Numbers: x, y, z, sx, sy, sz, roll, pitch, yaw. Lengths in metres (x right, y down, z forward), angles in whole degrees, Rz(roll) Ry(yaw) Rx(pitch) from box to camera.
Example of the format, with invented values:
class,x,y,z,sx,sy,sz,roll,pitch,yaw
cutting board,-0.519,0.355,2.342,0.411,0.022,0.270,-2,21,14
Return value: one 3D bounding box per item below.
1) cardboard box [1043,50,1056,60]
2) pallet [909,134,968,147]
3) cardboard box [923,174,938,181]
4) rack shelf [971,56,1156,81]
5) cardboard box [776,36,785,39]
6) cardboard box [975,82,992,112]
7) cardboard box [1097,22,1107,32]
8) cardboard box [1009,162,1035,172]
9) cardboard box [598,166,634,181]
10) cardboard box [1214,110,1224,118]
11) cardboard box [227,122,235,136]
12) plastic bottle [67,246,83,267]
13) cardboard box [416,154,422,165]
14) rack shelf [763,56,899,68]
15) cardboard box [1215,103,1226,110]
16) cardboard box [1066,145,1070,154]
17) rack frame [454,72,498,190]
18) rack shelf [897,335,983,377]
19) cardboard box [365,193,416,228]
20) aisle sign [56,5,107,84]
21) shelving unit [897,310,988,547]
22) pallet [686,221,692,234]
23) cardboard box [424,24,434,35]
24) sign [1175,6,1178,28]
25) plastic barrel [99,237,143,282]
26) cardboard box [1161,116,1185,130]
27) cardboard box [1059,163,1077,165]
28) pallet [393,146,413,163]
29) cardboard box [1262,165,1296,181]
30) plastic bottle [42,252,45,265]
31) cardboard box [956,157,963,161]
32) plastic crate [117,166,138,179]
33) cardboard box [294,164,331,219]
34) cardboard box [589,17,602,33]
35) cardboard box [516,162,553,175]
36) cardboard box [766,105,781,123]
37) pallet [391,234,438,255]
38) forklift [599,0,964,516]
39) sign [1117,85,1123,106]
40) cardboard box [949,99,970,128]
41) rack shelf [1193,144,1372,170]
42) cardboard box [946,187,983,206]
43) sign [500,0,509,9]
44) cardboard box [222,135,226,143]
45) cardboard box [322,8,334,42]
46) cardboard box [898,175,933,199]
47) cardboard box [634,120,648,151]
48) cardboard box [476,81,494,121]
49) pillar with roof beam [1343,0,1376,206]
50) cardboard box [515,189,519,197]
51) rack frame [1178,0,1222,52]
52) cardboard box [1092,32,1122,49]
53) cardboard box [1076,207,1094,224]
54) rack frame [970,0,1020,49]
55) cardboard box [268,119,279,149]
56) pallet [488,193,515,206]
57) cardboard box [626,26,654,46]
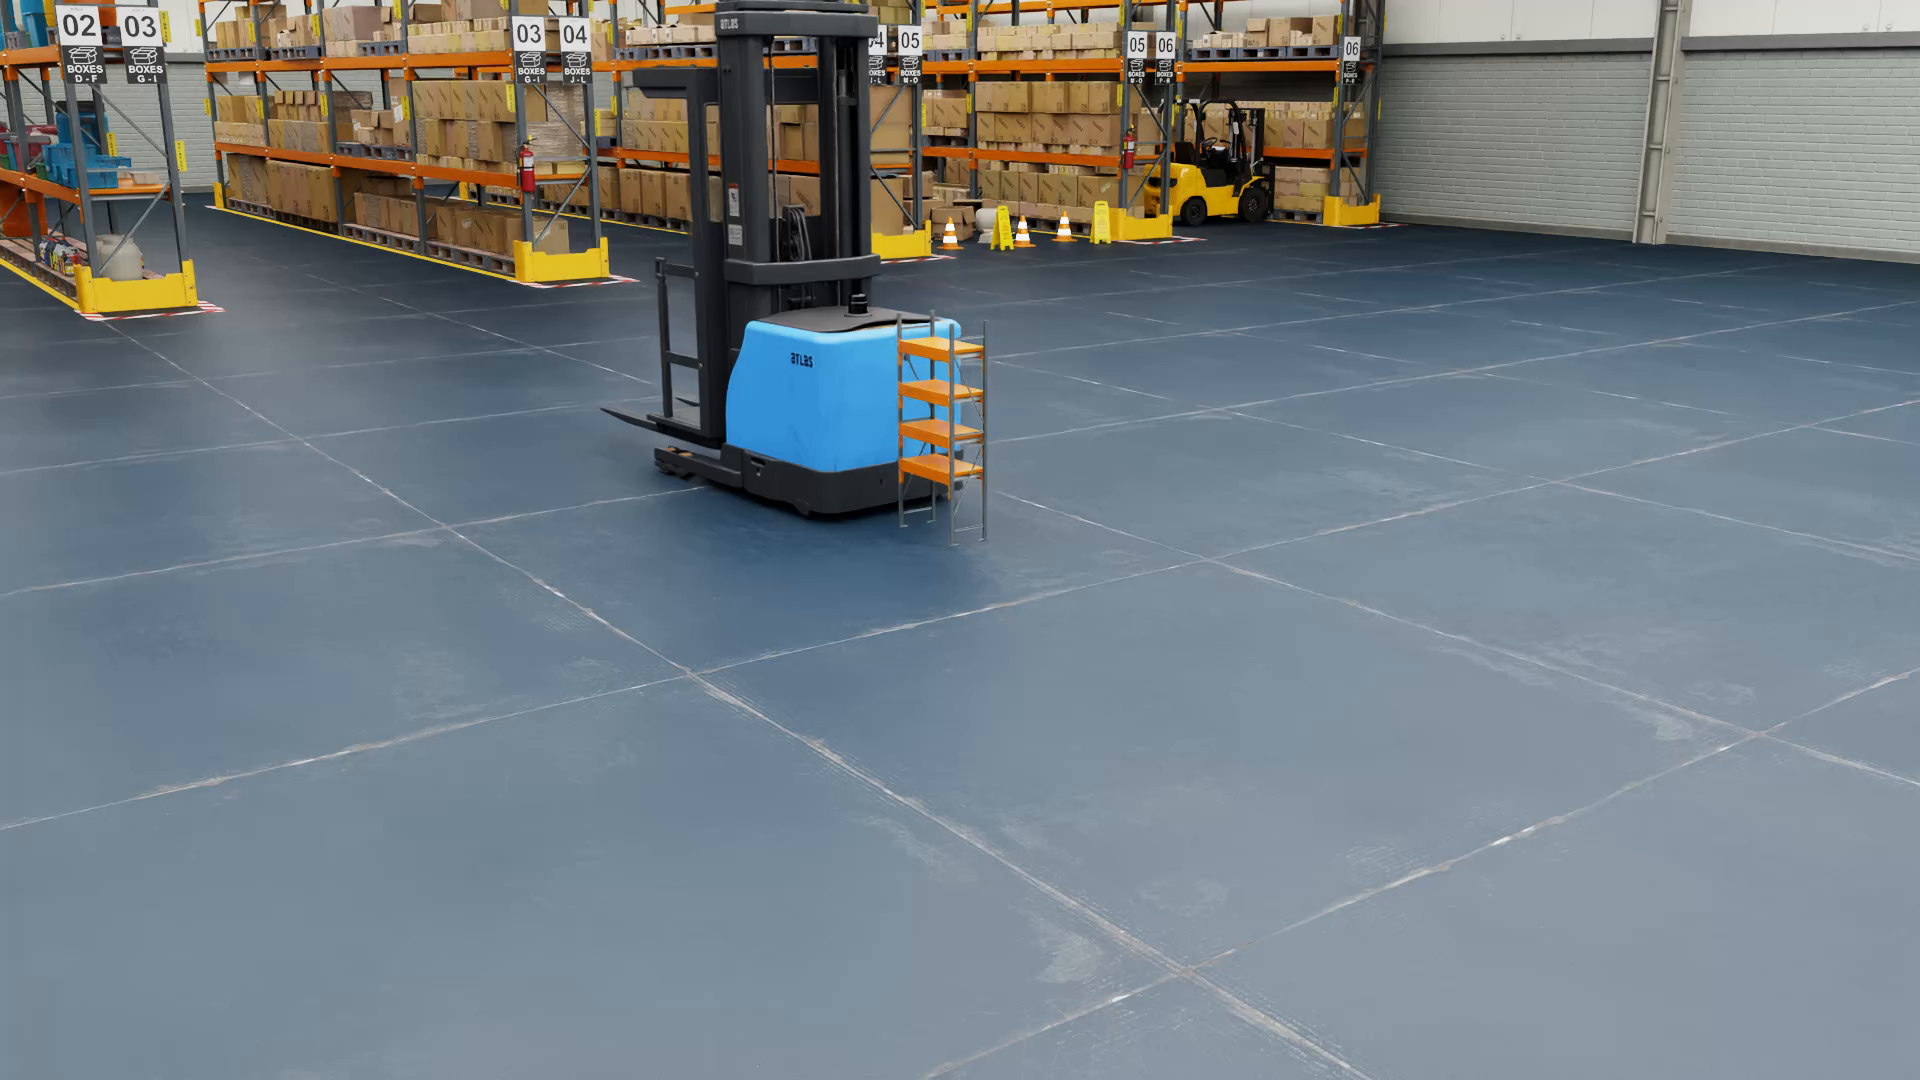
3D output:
class,x,y,z,sx,sy,sz,roll,pitch,yaw
cardboard box,1.587,-8.011,27.458,0.380,0.149,0.250,-11,19,-35
pallet,-0.545,-7.531,31.274,1.003,0.211,1.213,-11,19,-35
cardboard box,-0.646,-8.566,39.298,0.380,0.149,0.250,-12,19,-36
rack shelf,1.786,-7.859,27.788,1.077,0.370,4.000,-11,19,-35
cardboard box,-2.501,-7.517,24.668,0.380,0.149,0.250,-11,19,-34
cardboard box,0.693,-7.732,28.999,0.700,0.500,0.500,-11,19,-35
cardboard box,2.404,-8.130,26.380,0.380,0.149,0.250,-10,18,-34
cardboard box,1.067,-6.424,28.627,0.380,0.149,0.250,-10,18,-32
cardboard box,-6.301,-6.714,30.444,0.500,0.250,0.500,-11,19,-36
cardboard box,5.012,-8.039,31.347,0.380,0.149,0.250,-10,18,-33
cardboard box,-13.794,-7.919,32.048,0.500,0.250,0.500,-12,19,-36
plastic bottle,-10.807,-3.438,20.281,0.152,0.276,0.135,-11,19,-35
cardboard box,-7.523,-5.434,23.724,0.380,0.149,0.250,-11,19,-35
rack shelf,-2.158,-7.069,24.902,1.077,0.370,4.000,-11,19,-35
cardboard box,5.023,-8.182,31.306,0.380,0.149,0.250,-10,18,-33
cardboard box,1.984,-6.479,27.542,0.380,0.149,0.250,-11,19,-34
rack frame,-10.390,-8.959,36.125,1.000,3.000,0.127,-11,19,-35
rack shelf,-0.097,-0.993,8.943,0.258,0.148,0.480,-11,19,-35
cardboard box,-9.011,-5.252,26.485,0.700,0.500,0.500,-13,20,-39
aisle sign,-9.258,-5.217,17.532,0.394,0.787,0.004,-11,19,-35
shelving unit,-0.097,-0.614,9.047,0.258,1.200,0.503,-11,19,-35
pallet,-3.849,-5.204,27.691,1.003,0.211,1.213,-11,19,-35
cardboard box,-7.110,-6.990,22.778,0.380,0.149,0.250,-11,19,-34
sign,3.401,-8.284,26.325,0.100,0.325,0.005,-11,19,-35
plastic barrel,-9.509,-3.156,18.843,0.421,0.512,0.421,0,15,0
cardboard box,4.127,-8.191,32.659,0.500,0.250,0.500,-11,19,-36
cardboard box,2.627,-7.733,35.352,0.875,0.625,0.625,-10,18,-33
pallet,-7.738,-5.741,24.733,1.003,0.211,1.213,-11,19,-35
cardboard box,5.842,-6.726,30.487,0.500,0.250,0.500,-11,19,-34
plastic bottle,-11.460,-3.562,20.876,0.097,0.201,0.097,0,15,0
cardboard box,0.140,-8.810,38.295,0.380,0.149,0.250,-11,19,-36
plastic crate,-10.253,-4.444,20.132,0.530,0.136,0.437,-11,19,-35
cardboard box,-10.665,-6.022,28.625,1.225,0.875,0.875,-11,19,-34
cardboard box,-6.448,-9.268,29.934,0.396,0.266,0.258,-11,19,-35
cardboard box,-5.389,-4.701,21.047,0.380,0.149,0.250,-11,19,-35
cardboard box,-2.522,-6.669,25.431,0.875,0.550,0.550,-11,19,-35
pallet,-7.865,-4.469,25.004,1.003,0.211,1.213,-11,19,-35
forklift,-1.302,-1.876,10.377,1.130,2.935,3.031,-12,20,-38
sign,2.501,-6.961,26.035,0.100,0.325,0.005,-11,19,-35
cardboard box,0.153,-7.643,29.772,0.500,0.500,0.500,-11,19,-36
rack shelf,5.799,-7.183,31.002,1.077,0.370,4.000,-11,19,-35
cardboard box,0.300,-6.233,30.349,0.950,0.372,0.625,-11,19,-34
sign,-5.515,-6.586,20.096,0.100,0.325,0.005,-11,19,-35
cardboard box,-14.217,-7.853,32.562,0.380,0.149,0.250,-11,19,-36
cardboard box,-9.689,-8.098,26.162,0.500,0.500,0.500,-11,19,-34
cardboard box,-0.812,-6.063,28.846,0.500,0.500,0.500,-11,19,-35
cardboard box,-5.339,-7.053,28.972,0.500,0.500,0.500,-11,19,-35
cardboard box,-5.876,-5.653,21.400,0.500,0.500,0.500,-11,19,-35
pillar with roof beam,3.812,-9.617,27.167,9.100,9.000,0.400,-11,19,-35
cardboard box,-8.837,-7.078,33.858,0.380,0.149,0.250,-12,19,-36
rack frame,4.623,-10.851,31.675,1.000,3.000,0.127,-11,19,-35
cardboard box,2.443,-7.917,26.359,0.500,0.250,0.500,-11,19,-35
cardboard box,2.255,-5.344,27.333,0.500,0.250,0.500,-11,19,-35
rack frame,0.610,-10.080,28.857,1.000,3.000,0.127,-11,19,-35
cardboard box,-12.041,-7.267,29.757,0.500,0.500,0.500,-11,19,-34
pallet,-9.183,-7.158,34.829,1.003,0.211,1.213,-11,19,-35
cardboard box,-5.439,-8.716,28.742,0.500,0.311,0.500,-11,19,-34
